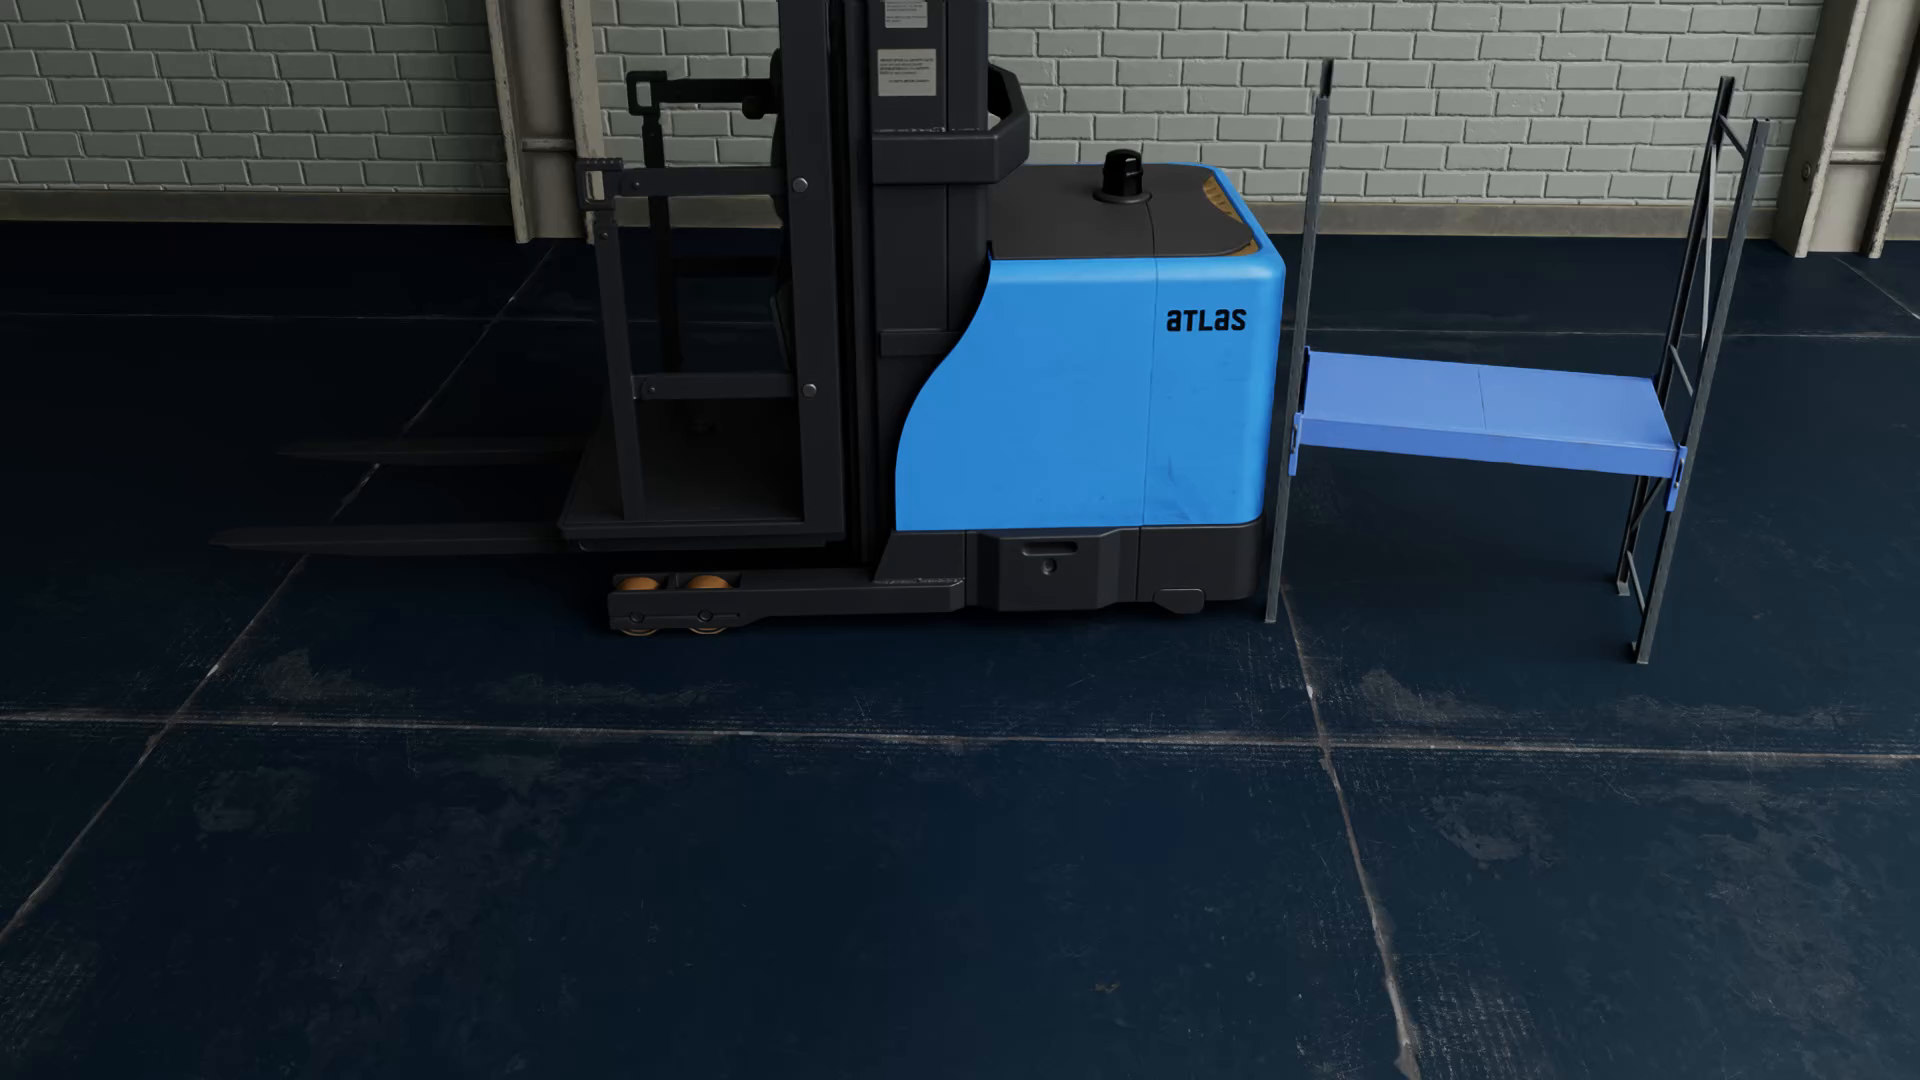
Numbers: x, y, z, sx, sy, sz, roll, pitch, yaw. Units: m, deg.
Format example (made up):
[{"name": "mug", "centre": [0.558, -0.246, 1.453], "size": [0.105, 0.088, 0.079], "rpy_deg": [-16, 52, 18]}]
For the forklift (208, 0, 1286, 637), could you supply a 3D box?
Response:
[{"name": "forklift", "centre": [-0.655, -1.275, 4.525], "size": [3.031, 2.935, 1.130], "rpy_deg": [-1, 28, -2]}]

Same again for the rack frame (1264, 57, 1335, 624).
[{"name": "rack frame", "centre": [0.949, -0.537, 4.661], "size": [0.032, 1.500, 0.500], "rpy_deg": [6, 29, 11]}]

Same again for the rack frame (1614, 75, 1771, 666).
[{"name": "rack frame", "centre": [1.940, -0.431, 4.462], "size": [0.032, 1.500, 0.500], "rpy_deg": [6, 29, 11]}]

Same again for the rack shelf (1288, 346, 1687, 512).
[{"name": "rack shelf", "centre": [1.445, -0.325, 4.646], "size": [1.000, 0.185, 0.538], "rpy_deg": [6, 29, 11]}]

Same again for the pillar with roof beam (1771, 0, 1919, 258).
[{"name": "pillar with roof beam", "centre": [3.930, -3.345, 1.952], "size": [0.400, 9.000, 9.100], "rpy_deg": [1, 28, 2]}]

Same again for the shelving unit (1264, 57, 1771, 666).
[{"name": "shelving unit", "centre": [1.445, -0.484, 4.562], "size": [1.048, 1.500, 0.538], "rpy_deg": [6, 29, 11]}]

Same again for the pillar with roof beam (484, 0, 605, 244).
[{"name": "pillar with roof beam", "centre": [-2.067, -3.444, 2.139], "size": [0.400, 9.000, 9.100], "rpy_deg": [1, 28, 2]}]
